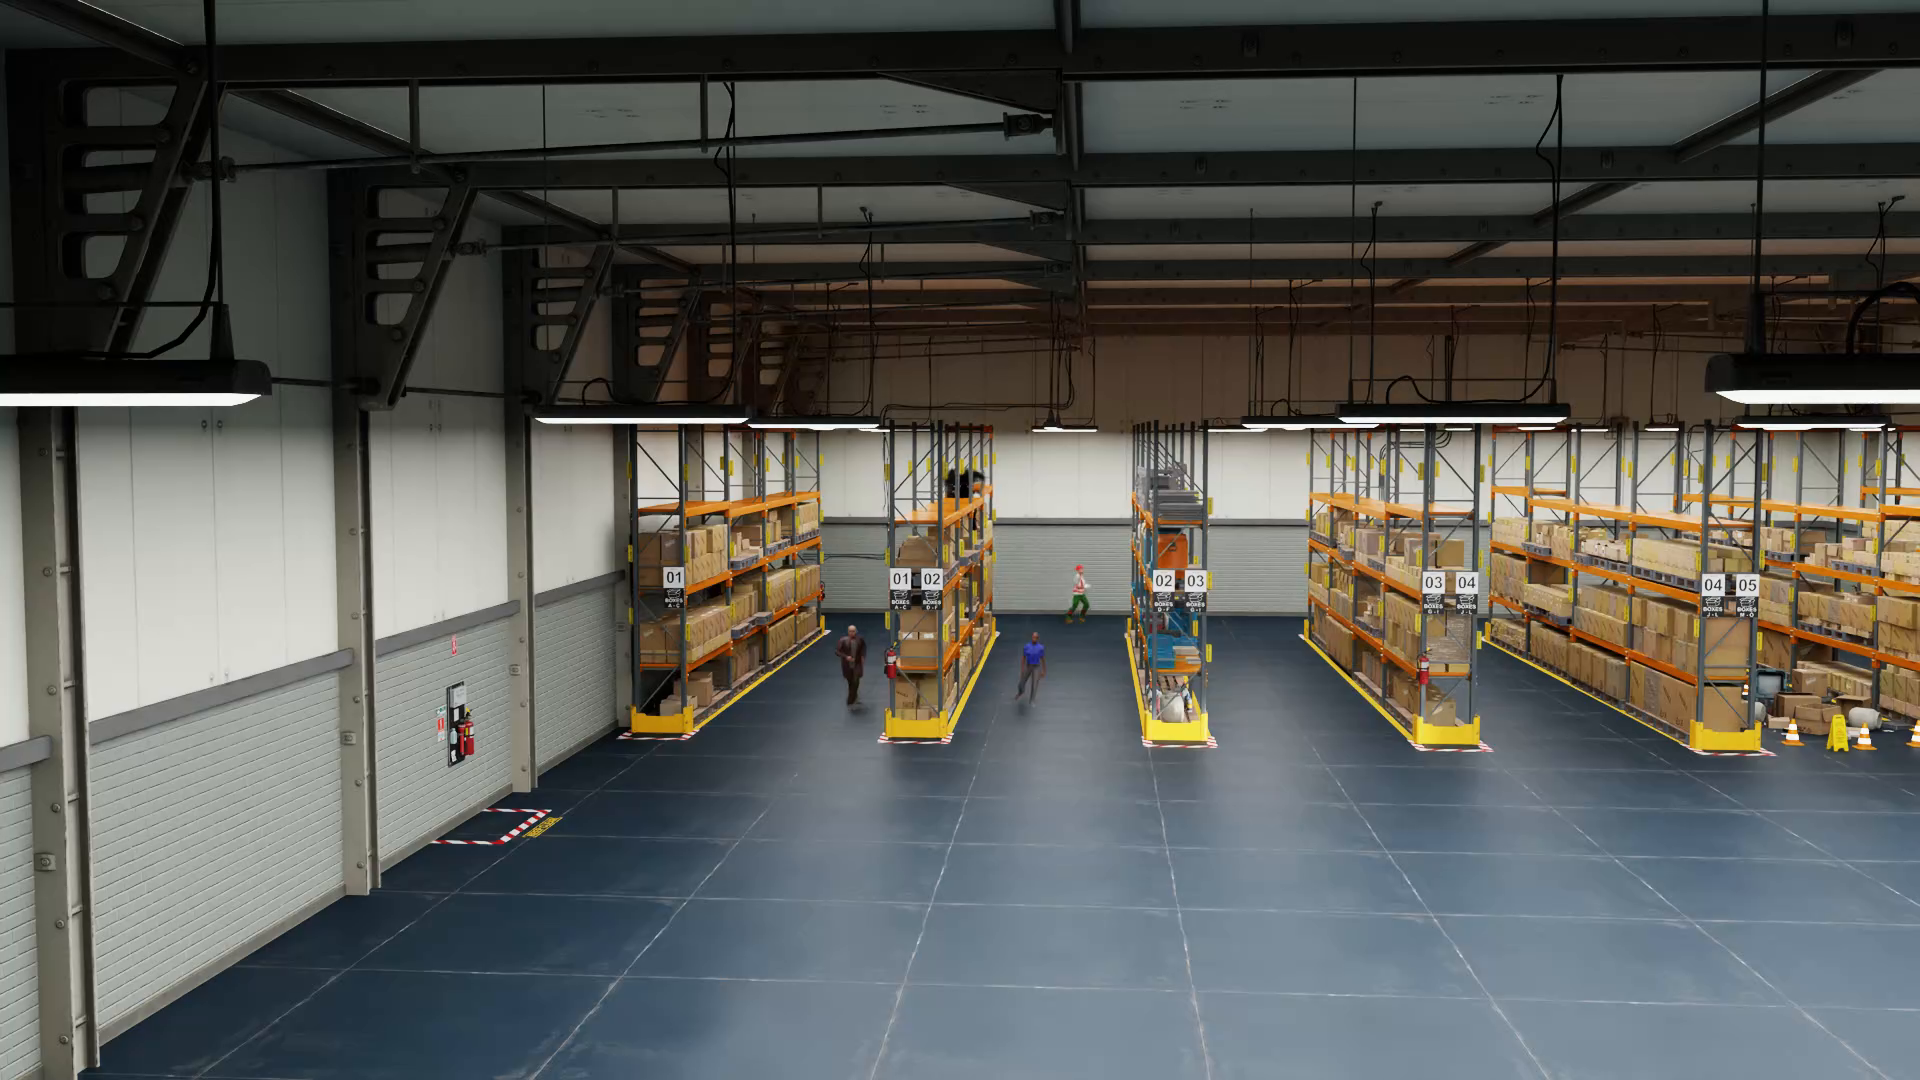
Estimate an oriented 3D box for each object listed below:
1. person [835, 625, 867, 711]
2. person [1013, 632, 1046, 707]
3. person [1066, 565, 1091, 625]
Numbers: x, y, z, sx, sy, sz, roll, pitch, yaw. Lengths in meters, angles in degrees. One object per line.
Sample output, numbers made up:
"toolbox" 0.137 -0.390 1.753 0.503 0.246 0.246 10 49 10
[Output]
"person" -2.283 2.642 34.790 0.666 1.766 0.911 0 4 -5
"person" 1.453 2.700 34.970 0.728 1.591 0.538 1 4 11
"person" 3.594 1.662 50.106 0.834 1.827 0.653 2 4 25
